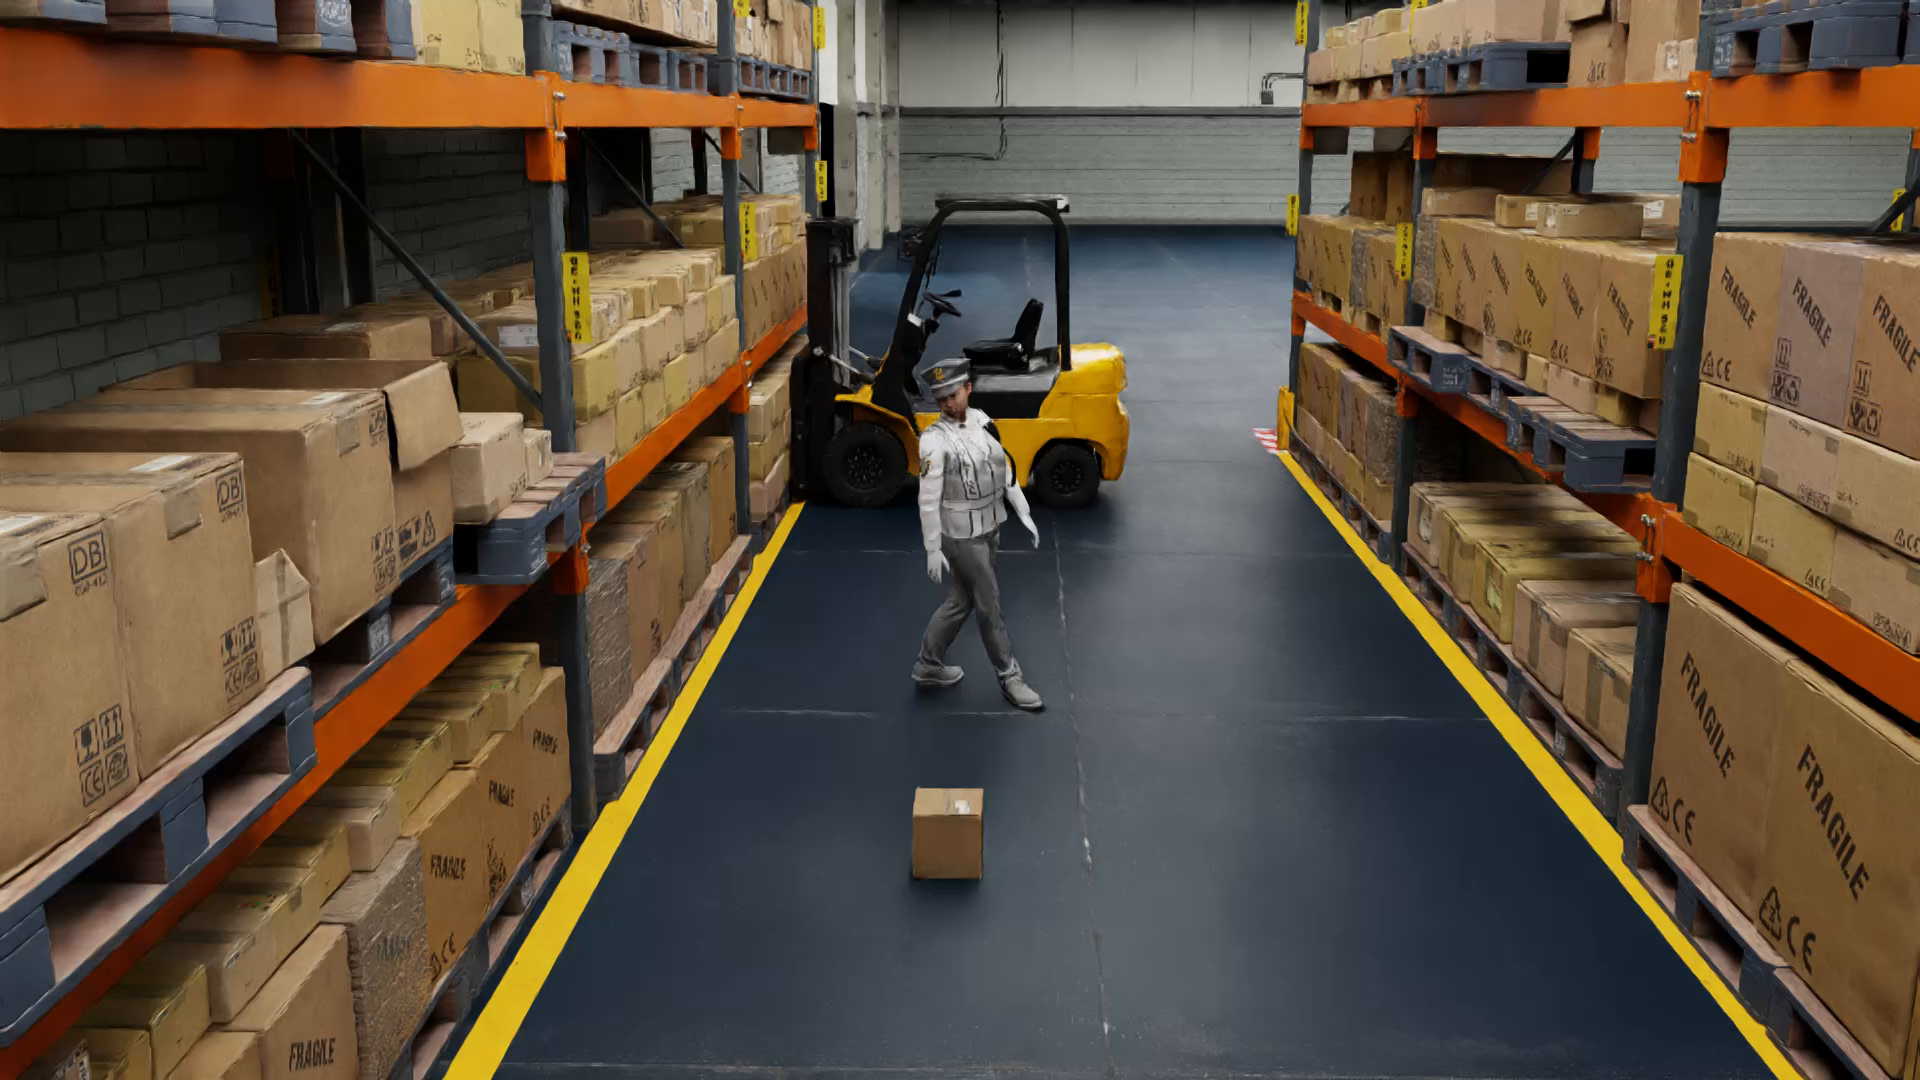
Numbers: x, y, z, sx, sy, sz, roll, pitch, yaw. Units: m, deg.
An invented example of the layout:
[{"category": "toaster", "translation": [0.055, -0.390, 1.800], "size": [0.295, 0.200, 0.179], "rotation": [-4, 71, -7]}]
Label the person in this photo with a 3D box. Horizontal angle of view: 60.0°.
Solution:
[{"category": "person", "translation": [0.053, -0.029, 7.653], "size": [0.672, 1.639, 0.516], "rotation": [7, 16, 26]}]
